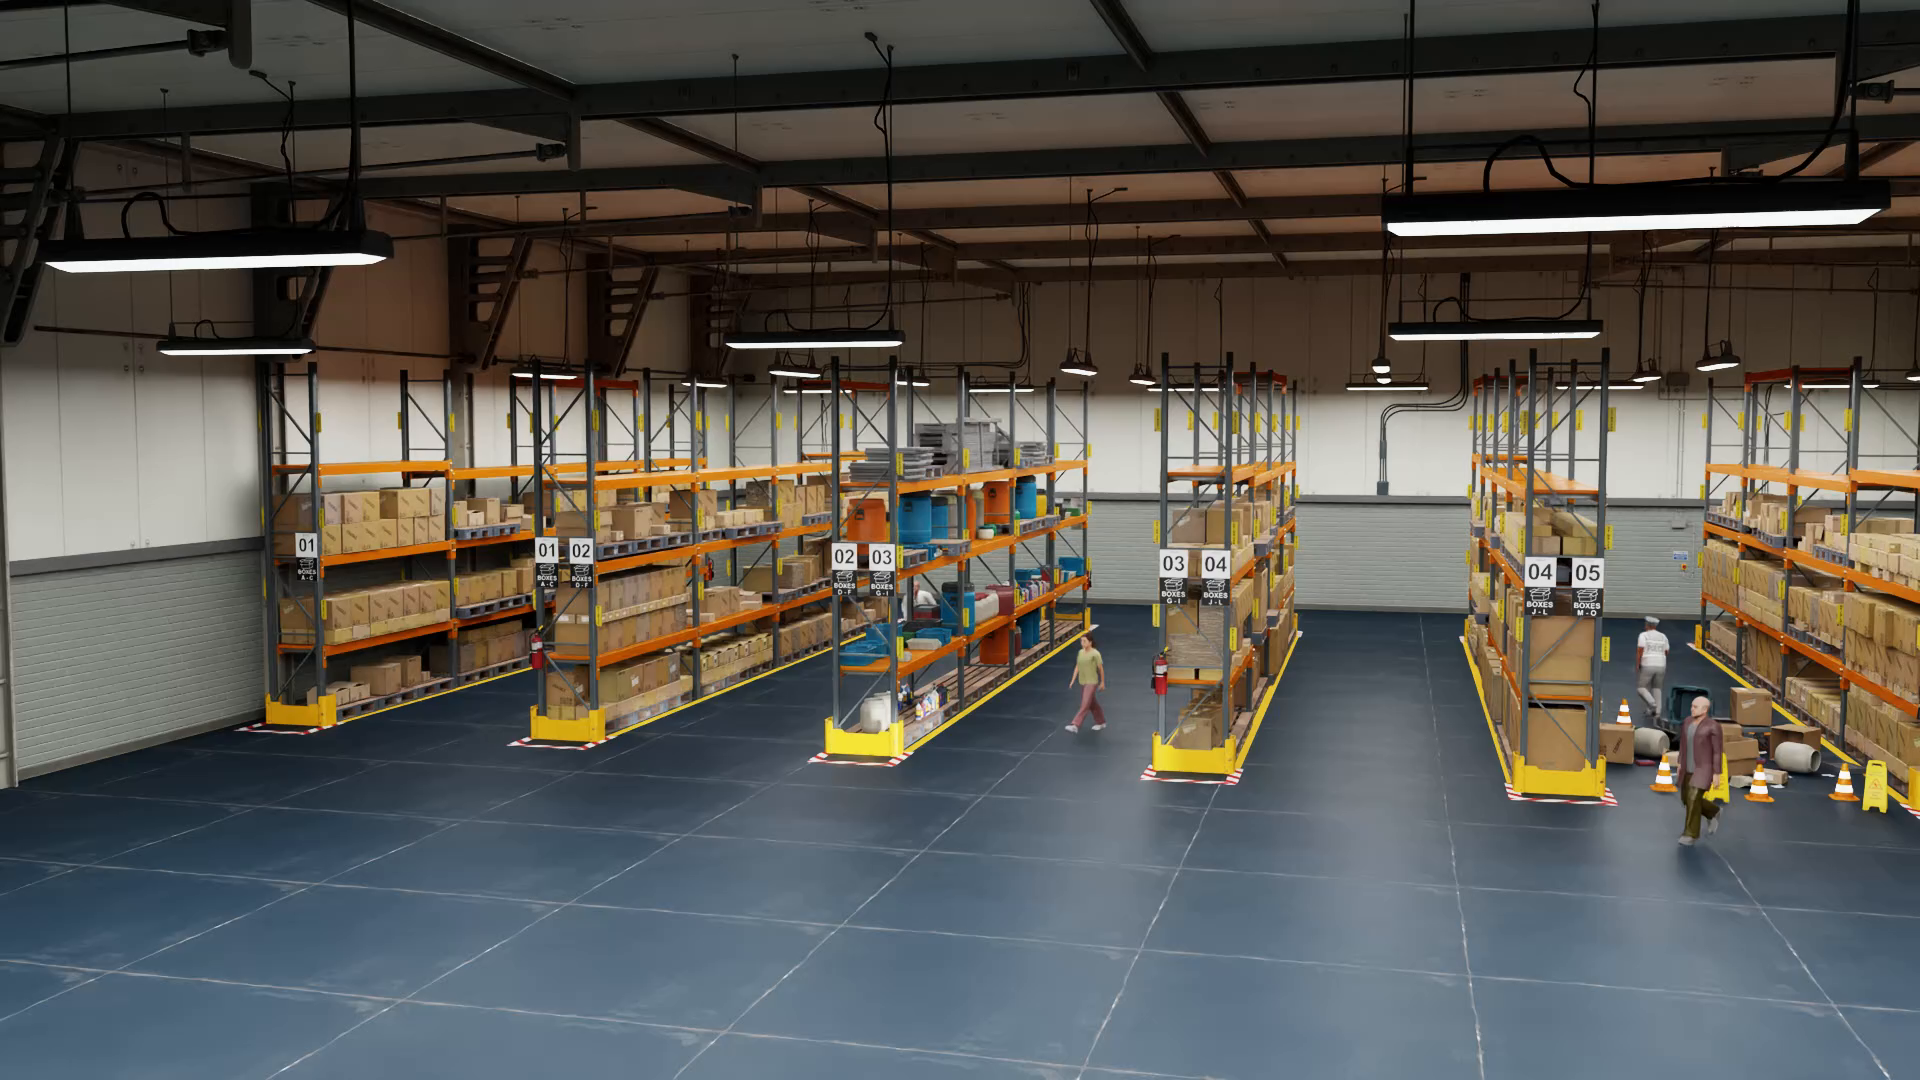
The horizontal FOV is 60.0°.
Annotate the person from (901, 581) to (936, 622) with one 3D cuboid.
[{"bbox_3d":[-0.874,1.690,35.235,0.720,1.688,0.643,2,4,25],"label":"person"}]

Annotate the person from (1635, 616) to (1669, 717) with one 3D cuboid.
[{"bbox_3d":[11.817,2.169,28.344,0.595,1.690,0.776,0,4,2],"label":"person"}]

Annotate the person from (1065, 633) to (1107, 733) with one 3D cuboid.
[{"bbox_3d":[1.992,2.295,26.728,1.072,1.613,0.471,-3,5,-37],"label":"person"}]

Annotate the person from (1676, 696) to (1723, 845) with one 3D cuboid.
[{"bbox_3d":[8.829,2.717,19.788,0.907,1.743,0.615,-2,5,-27],"label":"person"}]
